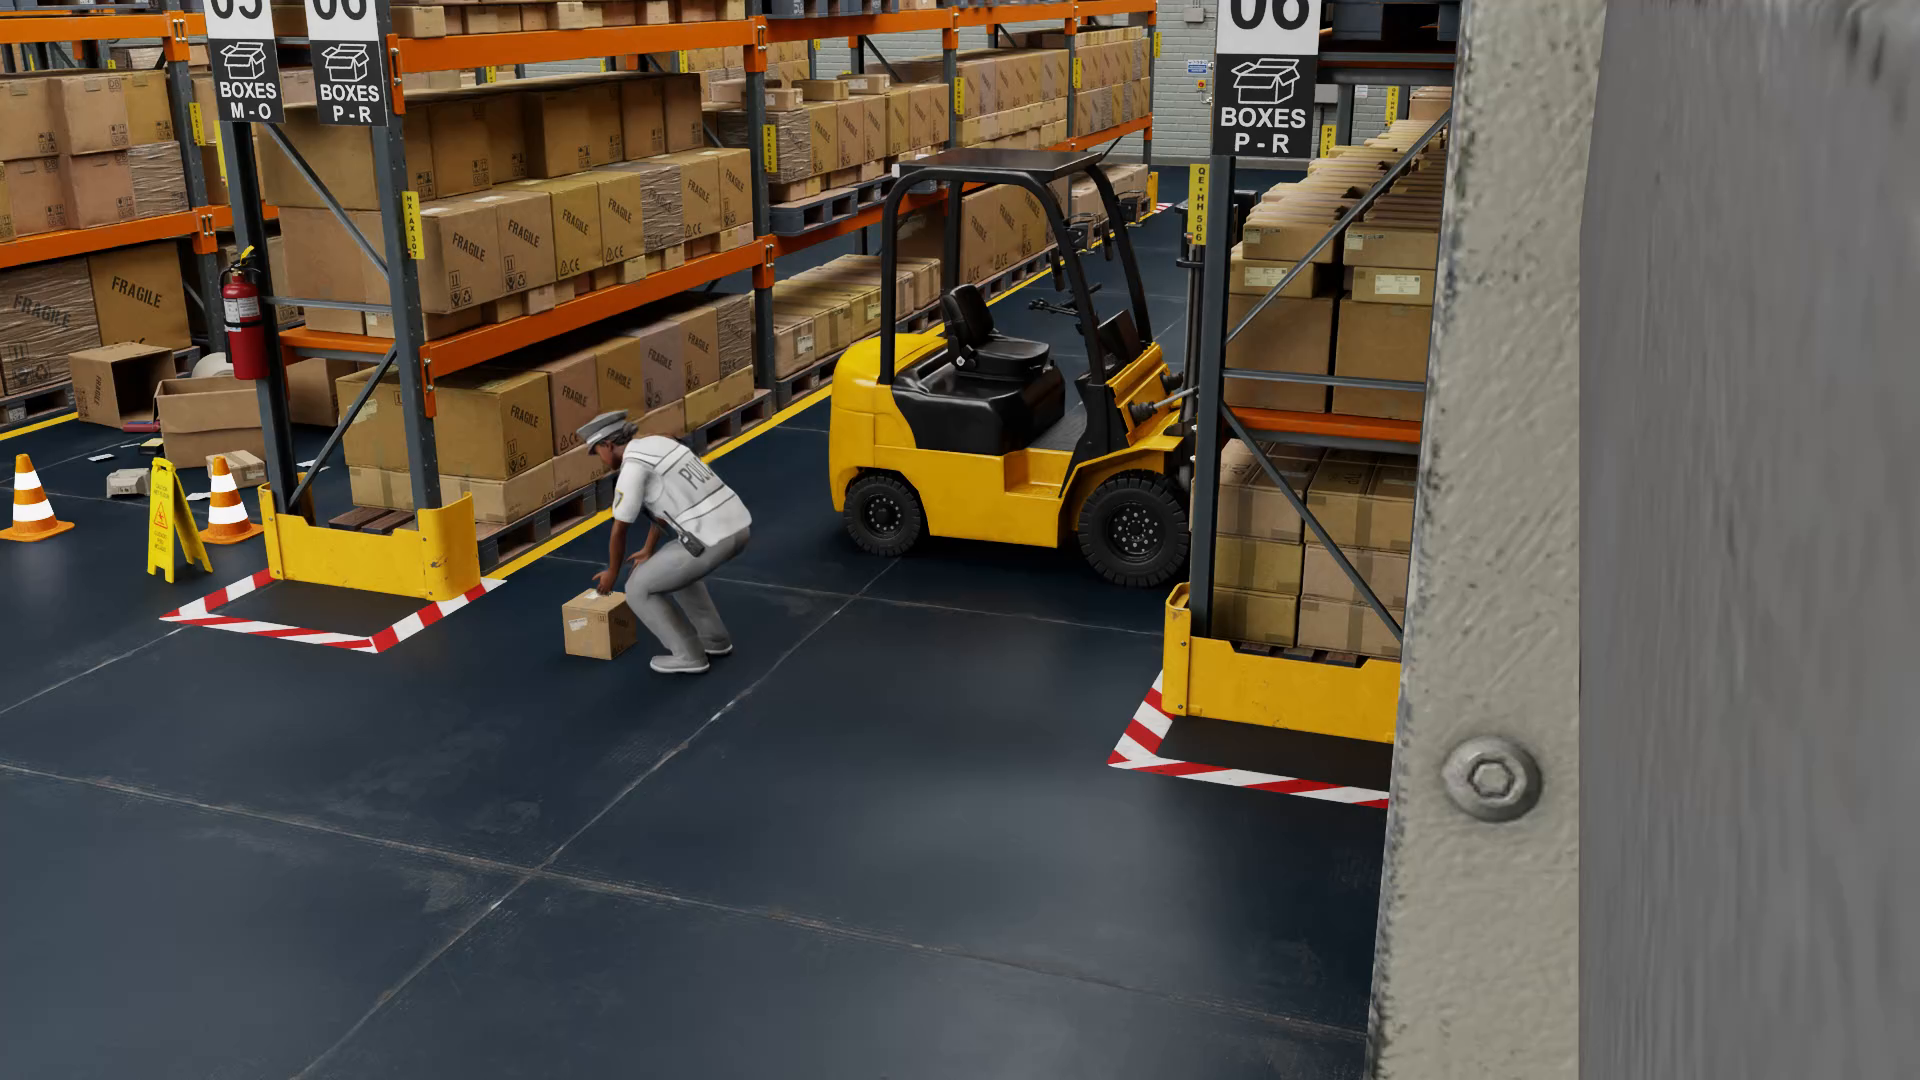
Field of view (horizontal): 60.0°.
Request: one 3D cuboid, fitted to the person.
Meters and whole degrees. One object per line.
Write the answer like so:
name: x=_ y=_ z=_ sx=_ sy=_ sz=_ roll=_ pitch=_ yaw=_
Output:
person: x=-1.373 y=0.003 z=7.726 sx=0.792 sy=1.218 sz=0.501 roll=6 pitch=20 yaw=18
